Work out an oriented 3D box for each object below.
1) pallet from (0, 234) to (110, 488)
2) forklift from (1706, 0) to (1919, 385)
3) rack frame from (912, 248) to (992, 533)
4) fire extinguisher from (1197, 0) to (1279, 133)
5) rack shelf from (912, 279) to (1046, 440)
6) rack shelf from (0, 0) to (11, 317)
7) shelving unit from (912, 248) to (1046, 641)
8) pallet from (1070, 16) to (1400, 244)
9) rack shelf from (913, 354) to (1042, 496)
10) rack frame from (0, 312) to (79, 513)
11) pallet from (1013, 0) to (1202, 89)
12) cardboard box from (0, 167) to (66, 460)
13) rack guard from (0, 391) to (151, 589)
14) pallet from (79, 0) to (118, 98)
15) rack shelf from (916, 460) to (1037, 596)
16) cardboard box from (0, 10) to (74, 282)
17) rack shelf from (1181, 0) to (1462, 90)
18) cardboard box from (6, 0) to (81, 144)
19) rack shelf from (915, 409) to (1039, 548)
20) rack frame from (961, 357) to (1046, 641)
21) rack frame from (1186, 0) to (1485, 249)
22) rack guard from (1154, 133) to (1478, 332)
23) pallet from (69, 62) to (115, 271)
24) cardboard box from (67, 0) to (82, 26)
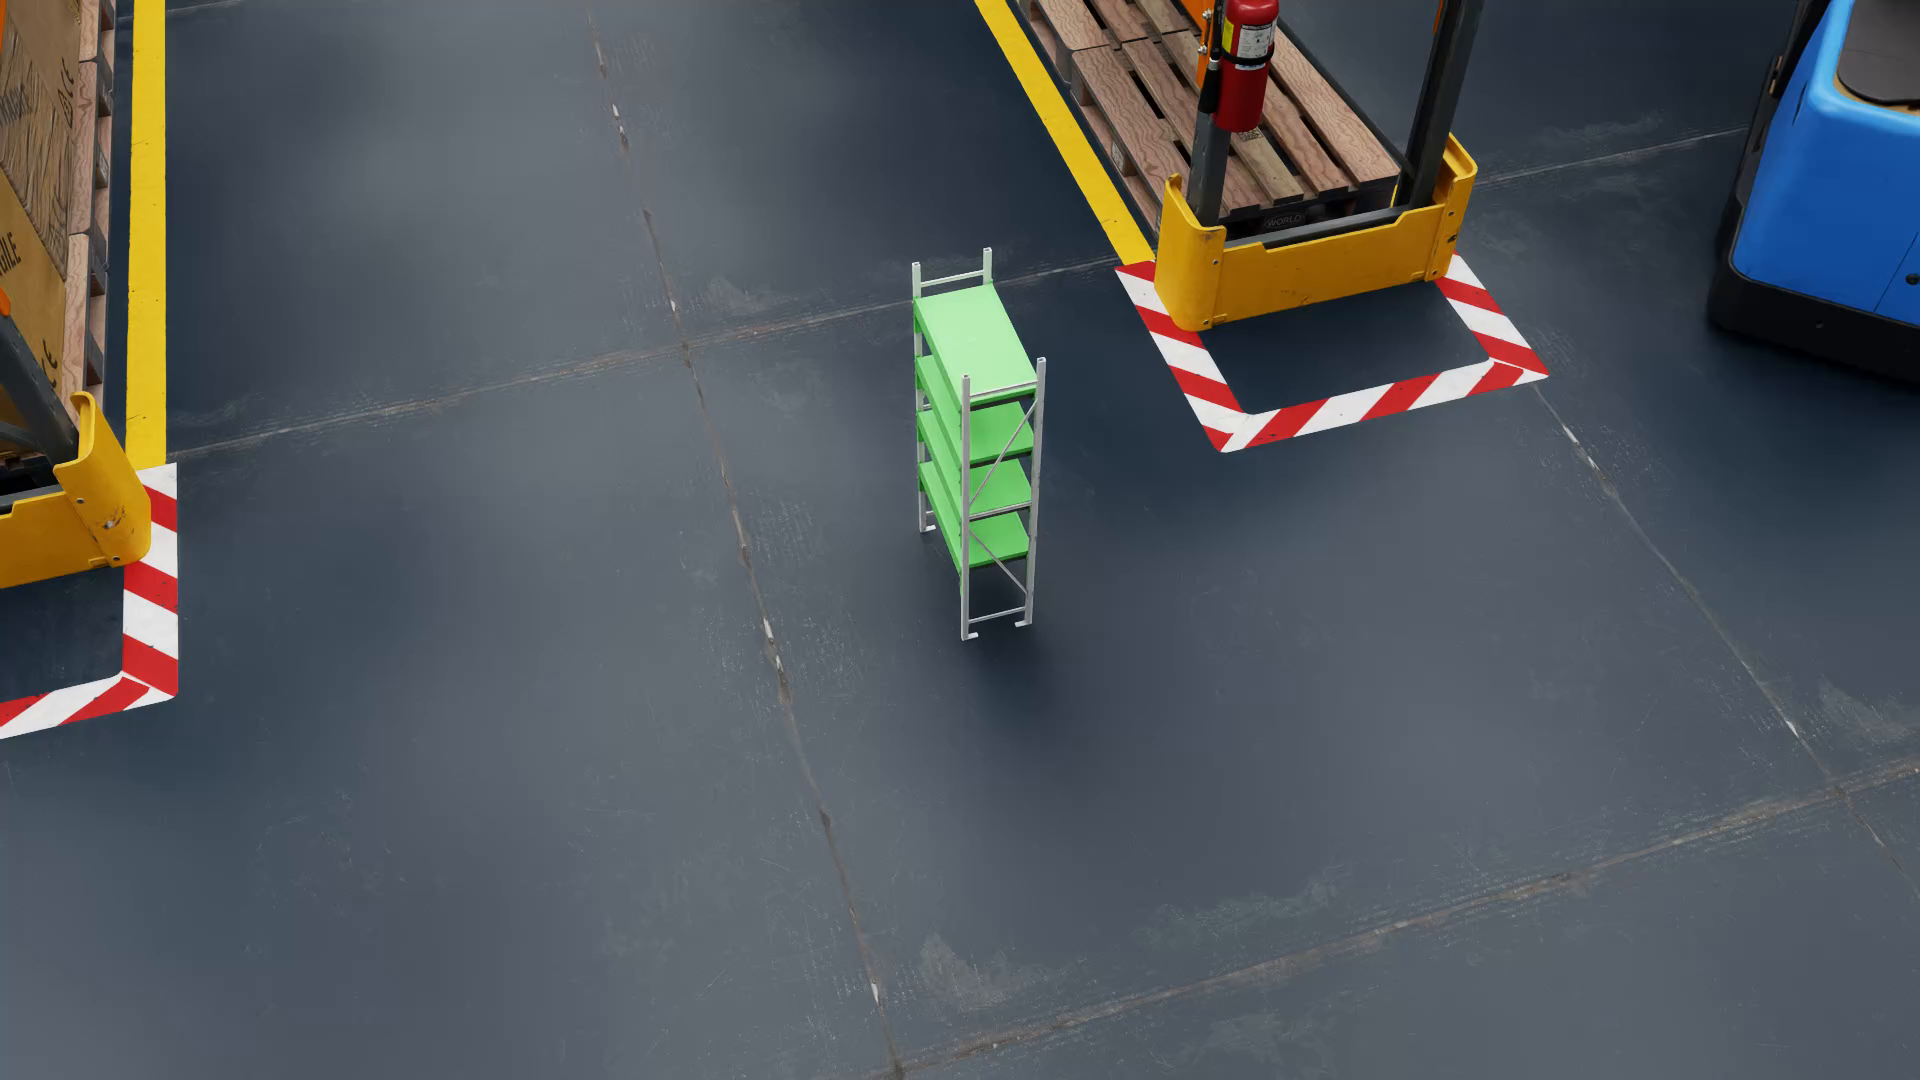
[{"bbox_3d":[-3.700,-0.578,6.099,1.003,0.211,1.213,-13,51,-11],"label":"pallet"},{"bbox_3d":[3.973,-2.598,6.023,1.130,2.935,3.031,20,53,16],"label":"forklift"},{"bbox_3d":[-0.023,-0.444,5.340,0.240,1.200,0.015,-13,51,-11],"label":"rack frame"},{"bbox_3d":[0.953,-1.672,5.493,0.296,0.674,0.183,-13,51,-11],"label":"fire extinguisher"},{"bbox_3d":[0.049,-0.534,4.871,0.258,0.148,0.480,-13,51,-11],"label":"rack shelf"},{"bbox_3d":[-3.980,-2.139,6.062,1.077,0.370,4.000,-13,51,-11],"label":"rack shelf"},{"bbox_3d":[0.049,-0.266,5.189,0.258,1.200,0.503,-13,51,-11],"label":"shelving unit"},{"bbox_3d":[1.136,-1.743,7.081,1.003,0.211,1.213,-13,51,-11],"label":"pallet"},{"bbox_3d":[0.049,-0.379,5.055,0.258,0.148,0.480,-13,51,-11],"label":"rack shelf"},{"bbox_3d":[-3.389,-0.911,4.556,1.000,3.000,0.127,-13,51,-11],"label":"rack frame"},{"bbox_3d":[0.779,-2.632,7.831,1.003,0.211,1.213,-13,51,-11],"label":"pallet"},{"bbox_3d":[-3.654,-0.810,5.586,0.875,0.875,0.875,-13,51,-11],"label":"cardboard box"},{"bbox_3d":[-3.382,-0.087,5.497,1.175,0.500,0.348,-13,51,-11],"label":"rack guard"},{"bbox_3d":[-4.421,-2.360,7.602,1.003,0.211,1.213,-13,51,-11],"label":"pallet"},{"bbox_3d":[0.049,-0.070,5.422,0.258,0.148,0.480,-13,51,-11],"label":"rack shelf"},{"bbox_3d":[-3.923,-1.475,6.147,0.875,0.875,0.875,-13,51,-11],"label":"cardboard box"},{"bbox_3d":[0.751,-3.259,7.006,1.077,0.370,4.000,-13,51,-11],"label":"rack shelf"},{"bbox_3d":[-4.187,-2.125,6.695,0.875,0.875,0.875,-13,51,-11],"label":"cardboard box"},{"bbox_3d":[0.049,-0.225,5.238,0.258,0.148,0.480,-13,51,-11],"label":"rack shelf"},{"bbox_3d":[0.121,-0.088,5.039,0.240,1.200,0.015,-13,51,-11],"label":"rack frame"},{"bbox_3d":[1.343,-2.030,5.500,1.000,3.000,0.127,-13,51,-11],"label":"rack frame"},{"bbox_3d":[1.362,-1.210,6.443,1.175,0.500,0.348,-13,51,-11],"label":"rack guard"},{"bbox_3d":[-4.057,-1.468,6.849,1.003,0.211,1.213,-13,51,-11],"label":"pallet"},{"bbox_3d":[-4.453,-2.782,7.249,0.875,0.875,0.875,-13,51,-11],"label":"cardboard box"}]
